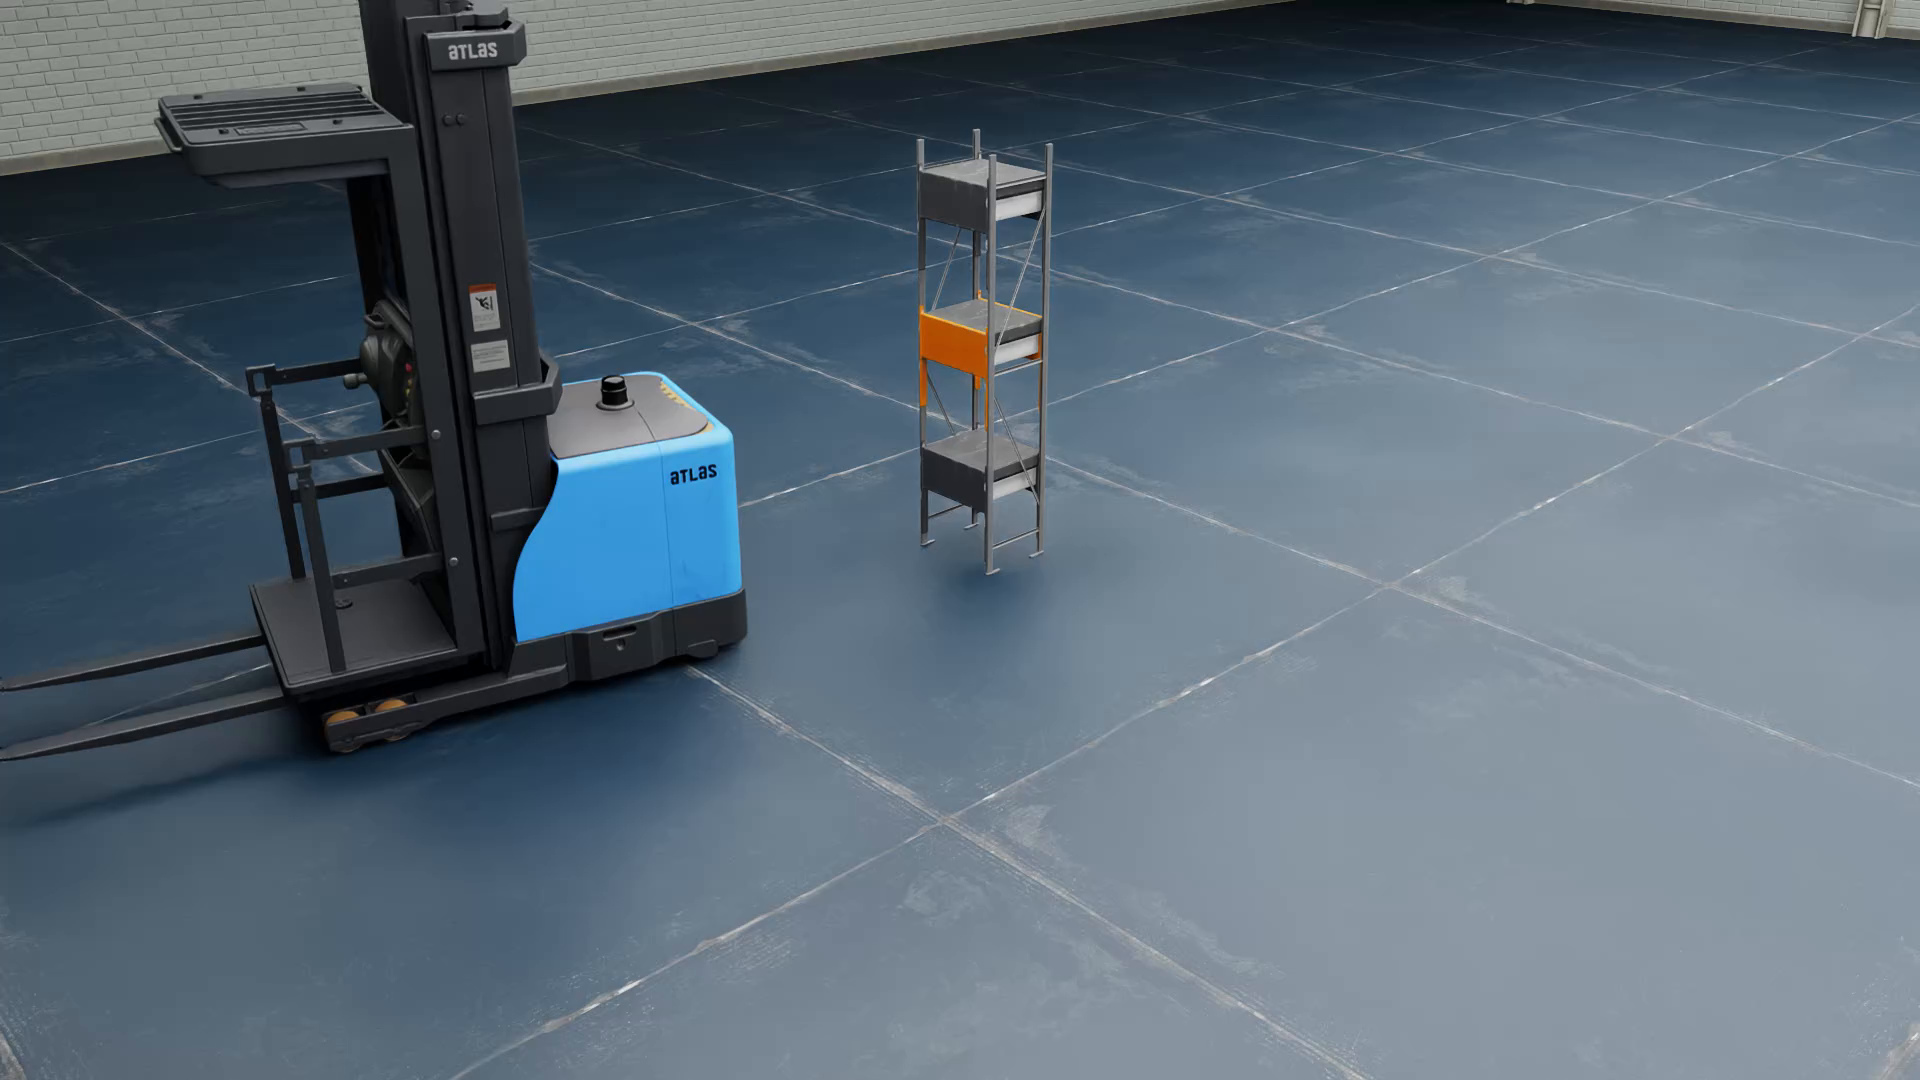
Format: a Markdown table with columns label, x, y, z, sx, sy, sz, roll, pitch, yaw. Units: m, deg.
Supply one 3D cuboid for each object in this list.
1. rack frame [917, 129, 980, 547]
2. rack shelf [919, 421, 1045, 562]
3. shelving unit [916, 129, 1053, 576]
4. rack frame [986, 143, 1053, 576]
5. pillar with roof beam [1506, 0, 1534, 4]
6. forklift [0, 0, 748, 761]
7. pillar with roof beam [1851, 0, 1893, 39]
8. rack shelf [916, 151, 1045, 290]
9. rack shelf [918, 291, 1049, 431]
| label | x | y | z | sx | sy | sz | roll | pitch | yaw |
| --- | --- | --- | --- | --- | --- | --- | --- | --- | --- |
| rack frame | -0.054 | -0.979 | 8.366 | 0.400 | 2.100 | 0.015 | -21 | 32 | -38 |
| rack shelf | 0.113 | -0.256 | 8.500 | 0.431 | 0.518 | 0.480 | -21 | 32 | -38 |
| shelving unit | 0.113 | -0.905 | 8.204 | 0.431 | 2.100 | 0.503 | -21 | 32 | -38 |
| rack frame | 0.280 | -0.831 | 8.042 | 0.400 | 2.100 | 0.015 | -21 | 32 | -38 |
| pillar with roof beam | 6.974 | -12.572 | 25.467 | 9.100 | 9.000 | 0.400 | -21 | 32 | -38 |
| forklift | -2.517 | -0.711 | 6.777 | 3.031 | 2.935 | 1.130 | -13 | 27 | -26 |
| pillar with roof beam | 11.075 | -10.755 | 21.482 | 9.100 | 9.000 | 0.400 | -21 | 32 | -38 |
| rack shelf | 0.113 | -1.530 | 7.919 | 0.431 | 0.518 | 0.480 | -21 | 32 | -38 |
| rack shelf | 0.113 | -0.893 | 8.210 | 0.431 | 0.518 | 0.480 | -21 | 32 | -38 |
